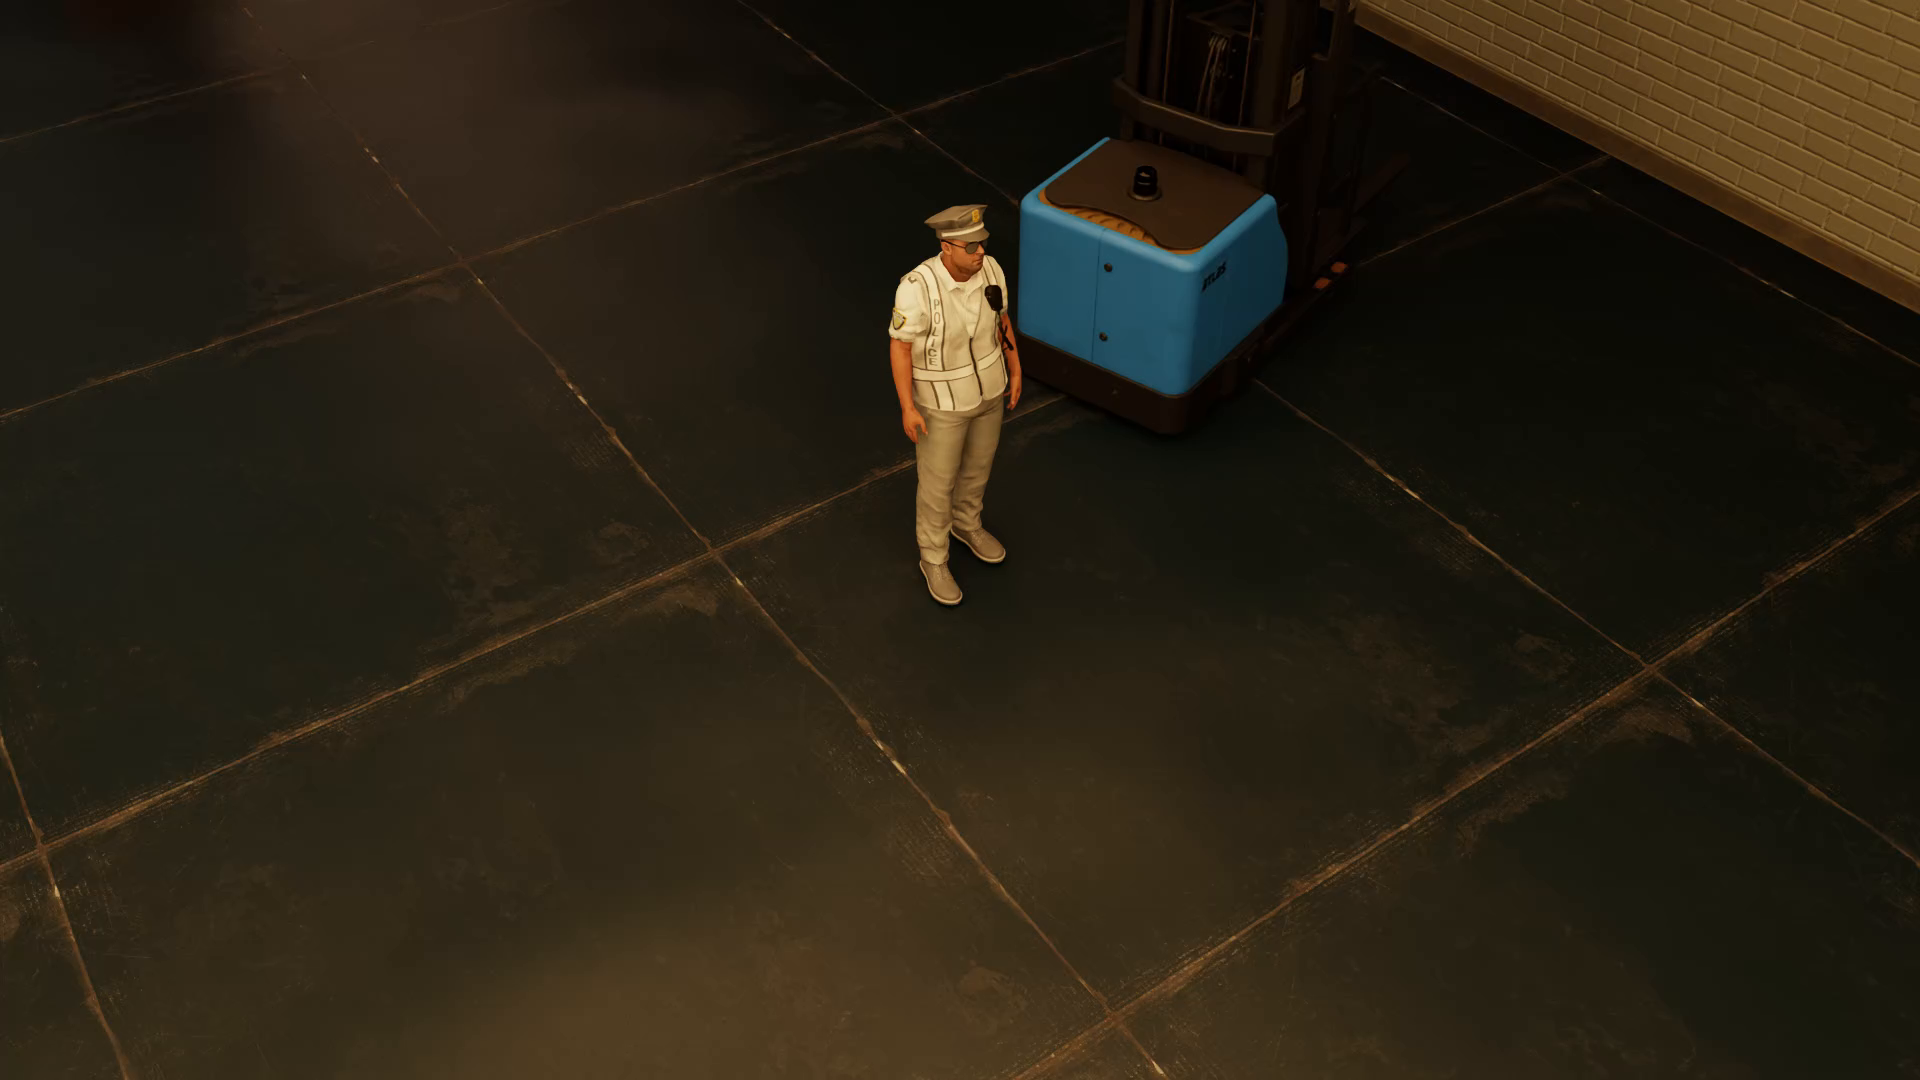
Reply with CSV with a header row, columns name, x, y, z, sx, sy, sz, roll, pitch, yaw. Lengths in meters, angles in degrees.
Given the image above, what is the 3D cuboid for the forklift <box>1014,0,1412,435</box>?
name,x,y,z,sx,sy,sz,roll,pitch,yaw
forklift,1.565,-2.557,8.490,1.130,2.935,3.031,27,49,26

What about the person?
name,x,y,z,sx,sy,sz,roll,pitch,yaw
person,0.035,-0.612,7.219,0.640,1.777,0.575,-25,48,-25
